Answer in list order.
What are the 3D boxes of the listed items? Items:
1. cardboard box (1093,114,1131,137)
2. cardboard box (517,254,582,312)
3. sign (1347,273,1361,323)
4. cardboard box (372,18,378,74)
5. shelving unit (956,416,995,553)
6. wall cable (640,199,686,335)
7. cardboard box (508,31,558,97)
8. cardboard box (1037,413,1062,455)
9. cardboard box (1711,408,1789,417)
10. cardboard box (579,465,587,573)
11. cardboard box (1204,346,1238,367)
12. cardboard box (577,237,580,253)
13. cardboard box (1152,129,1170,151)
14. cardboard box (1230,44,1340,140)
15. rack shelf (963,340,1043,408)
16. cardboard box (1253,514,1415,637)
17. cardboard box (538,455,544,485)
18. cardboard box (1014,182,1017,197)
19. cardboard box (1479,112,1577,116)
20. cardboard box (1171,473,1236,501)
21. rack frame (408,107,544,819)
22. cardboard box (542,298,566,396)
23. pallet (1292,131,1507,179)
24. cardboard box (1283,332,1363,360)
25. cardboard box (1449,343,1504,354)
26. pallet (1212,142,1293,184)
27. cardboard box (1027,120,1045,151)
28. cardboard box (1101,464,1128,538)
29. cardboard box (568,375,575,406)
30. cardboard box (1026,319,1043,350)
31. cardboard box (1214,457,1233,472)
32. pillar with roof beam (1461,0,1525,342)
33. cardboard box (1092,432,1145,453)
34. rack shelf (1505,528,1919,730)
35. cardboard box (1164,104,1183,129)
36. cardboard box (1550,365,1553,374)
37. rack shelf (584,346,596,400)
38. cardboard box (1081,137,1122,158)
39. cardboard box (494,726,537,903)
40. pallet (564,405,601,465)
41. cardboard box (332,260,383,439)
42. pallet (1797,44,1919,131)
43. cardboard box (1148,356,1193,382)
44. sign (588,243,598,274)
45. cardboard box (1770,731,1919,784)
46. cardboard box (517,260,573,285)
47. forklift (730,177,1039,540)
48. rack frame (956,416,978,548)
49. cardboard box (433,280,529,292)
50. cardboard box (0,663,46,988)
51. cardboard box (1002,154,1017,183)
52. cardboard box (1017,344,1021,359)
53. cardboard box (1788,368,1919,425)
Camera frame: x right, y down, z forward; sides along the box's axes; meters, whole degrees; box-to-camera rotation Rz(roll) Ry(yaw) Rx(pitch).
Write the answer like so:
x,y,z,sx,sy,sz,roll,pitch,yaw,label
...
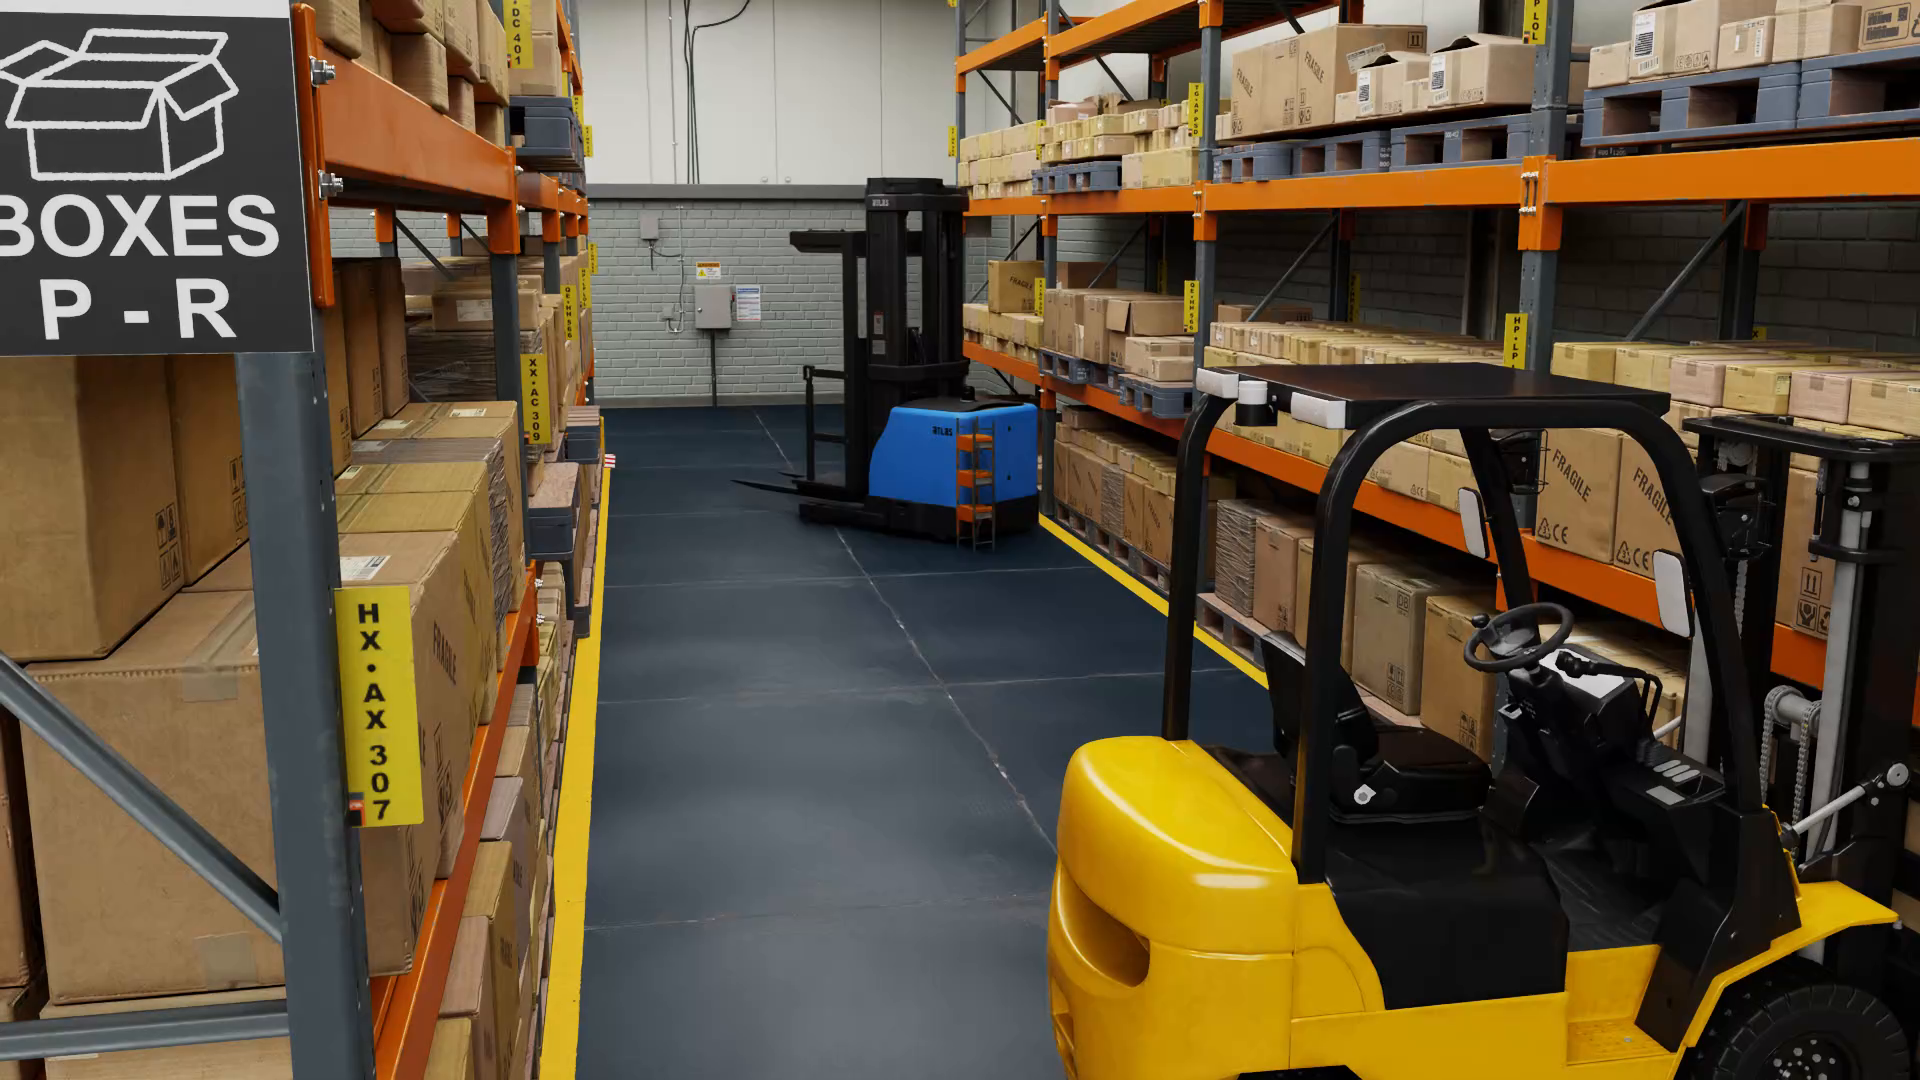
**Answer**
x,y,z,sx,sy,sz,roll,pitch,yaw,label
1.218,-3.116,12.508,0.380,0.149,0.250,-2,11,-11,cardboard box
-3.490,-2.171,14.136,0.500,0.500,0.500,-2,11,-11,cardboard box
2.555,-1.571,10.833,0.100,0.325,0.005,-2,11,-11,sign
-1.276,-0.895,3.027,0.380,0.149,0.250,-2,11,-11,cardboard box
0.125,-0.444,13.220,0.215,1.050,0.252,-7,12,-32,shelving unit
-4.144,-3.854,23.205,0.588,1.984,0.122,-2,11,-11,wall cable
-1.800,-1.795,6.359,0.500,0.250,0.500,-2,11,-13,cardboard box
0.811,-0.963,16.296,0.700,0.500,0.500,-3,11,-13,cardboard box
2.747,-0.357,5.550,0.380,0.149,0.250,-2,11,-12,cardboard box
-3.080,-0.256,11.581,0.875,0.875,0.875,-2,11,-10,cardboard box
1.833,-1.062,10.320,0.500,0.250,0.500,-2,11,-11,cardboard box
-3.610,-2.650,14.919,0.380,0.149,0.250,-2,11,-13,cardboard box
1.557,-2.775,11.566,0.380,0.149,0.250,-2,11,-11,cardboard box
1.913,-2.618,9.749,0.500,0.500,0.500,-2,11,-11,cardboard box
0.844,-1.729,16.681,1.077,0.370,4.000,-2,11,-11,rack shelf
2.254,0.213,9.783,0.875,0.625,0.625,-2,11,-9,cardboard box
-1.917,-0.309,6.845,0.380,0.149,0.250,-2,11,-10,cardboard box
0.718,-3.311,15.717,0.380,0.149,0.250,-2,11,-9,cardboard box
2.650,-2.058,7.746,0.380,0.149,0.250,-2,11,-11,cardboard box
1.666,-0.360,11.393,0.380,0.149,0.250,-3,11,-14,cardboard box
-2.079,-0.067,6.025,1.000,3.000,0.127,-2,11,-11,rack frame
-2.385,-1.034,8.922,0.500,0.500,0.500,-2,11,-12,cardboard box
2.451,-2.036,8.855,1.003,0.211,1.213,-2,11,-8,pallet
2.054,-1.093,9.413,0.380,0.149,0.250,-2,11,-10,cardboard box
2.735,-0.924,8.526,0.380,0.149,0.250,-2,11,-11,cardboard box
2.230,-2.241,9.932,1.213,0.211,1.003,-2,11,-8,pallet
0.899,-3.591,14.785,0.500,0.250,0.500,-2,11,-11,cardboard box
1.407,-0.312,12.878,0.500,0.500,0.500,-3,11,-13,cardboard box
-2.919,-1.016,11.411,0.500,0.250,0.500,-2,11,-9,cardboard box
0.895,-1.872,15.116,0.500,0.250,0.500,-2,11,-10,cardboard box
2.101,-0.531,12.293,0.380,0.149,0.250,-3,11,-14,cardboard box
-1.074,-3.566,8.364,9.100,9.000,0.400,-2,11,-11,pillar with roof beam
1.299,-0.792,13.665,0.380,0.149,0.250,-2,11,-12,cardboard box
3.178,0.472,5.117,1.077,0.370,4.000,-2,11,-11,rack shelf
1.605,-2.875,11.295,0.380,0.149,0.250,-2,11,-13,cardboard box
2.505,-0.670,7.194,0.380,0.149,0.250,-2,11,-9,cardboard box
-4.024,-1.548,15.729,1.077,0.370,4.000,-2,11,-11,rack shelf
1.142,-3.017,12.786,0.380,0.149,0.250,-2,11,-10,cardboard box
-1.600,0.901,5.164,0.500,0.500,0.500,-2,11,-10,cardboard box
-2.614,-0.579,9.231,1.213,0.211,1.003,-2,11,-11,pallet
-2.129,-0.570,4.933,0.700,0.500,0.500,-2,11,-11,cardboard box
3.214,-1.299,4.715,1.003,0.211,1.213,-2,11,-11,pallet
1.507,-1.171,11.376,0.380,0.149,0.250,-2,11,-10,cardboard box
-3.878,-2.970,17.548,0.100,0.325,0.005,-2,11,-11,sign
2.867,0.787,5.096,0.500,0.250,0.500,-2,11,-12,cardboard box
-3.000,-1.719,11.763,0.500,0.500,0.500,-2,11,-10,cardboard box
-0.774,-1.641,14.479,3.031,2.935,1.130,9,14,40,forklift
0.060,-0.463,13.321,0.200,1.050,0.008,-7,12,-32,rack frame
-2.136,-1.082,7.436,0.380,0.149,0.250,-1,11,-8,cardboard box
-1.677,0.382,2.604,0.500,0.500,0.500,-2,11,-12,cardboard box
0.694,-3.530,15.804,0.500,0.250,0.500,-2,11,-10,cardboard box
0.752,-1.784,15.719,0.380,0.149,0.250,-2,11,-10,cardboard box
2.888,-0.459,5.289,0.380,0.149,0.250,-2,11,-11,cardboard box
